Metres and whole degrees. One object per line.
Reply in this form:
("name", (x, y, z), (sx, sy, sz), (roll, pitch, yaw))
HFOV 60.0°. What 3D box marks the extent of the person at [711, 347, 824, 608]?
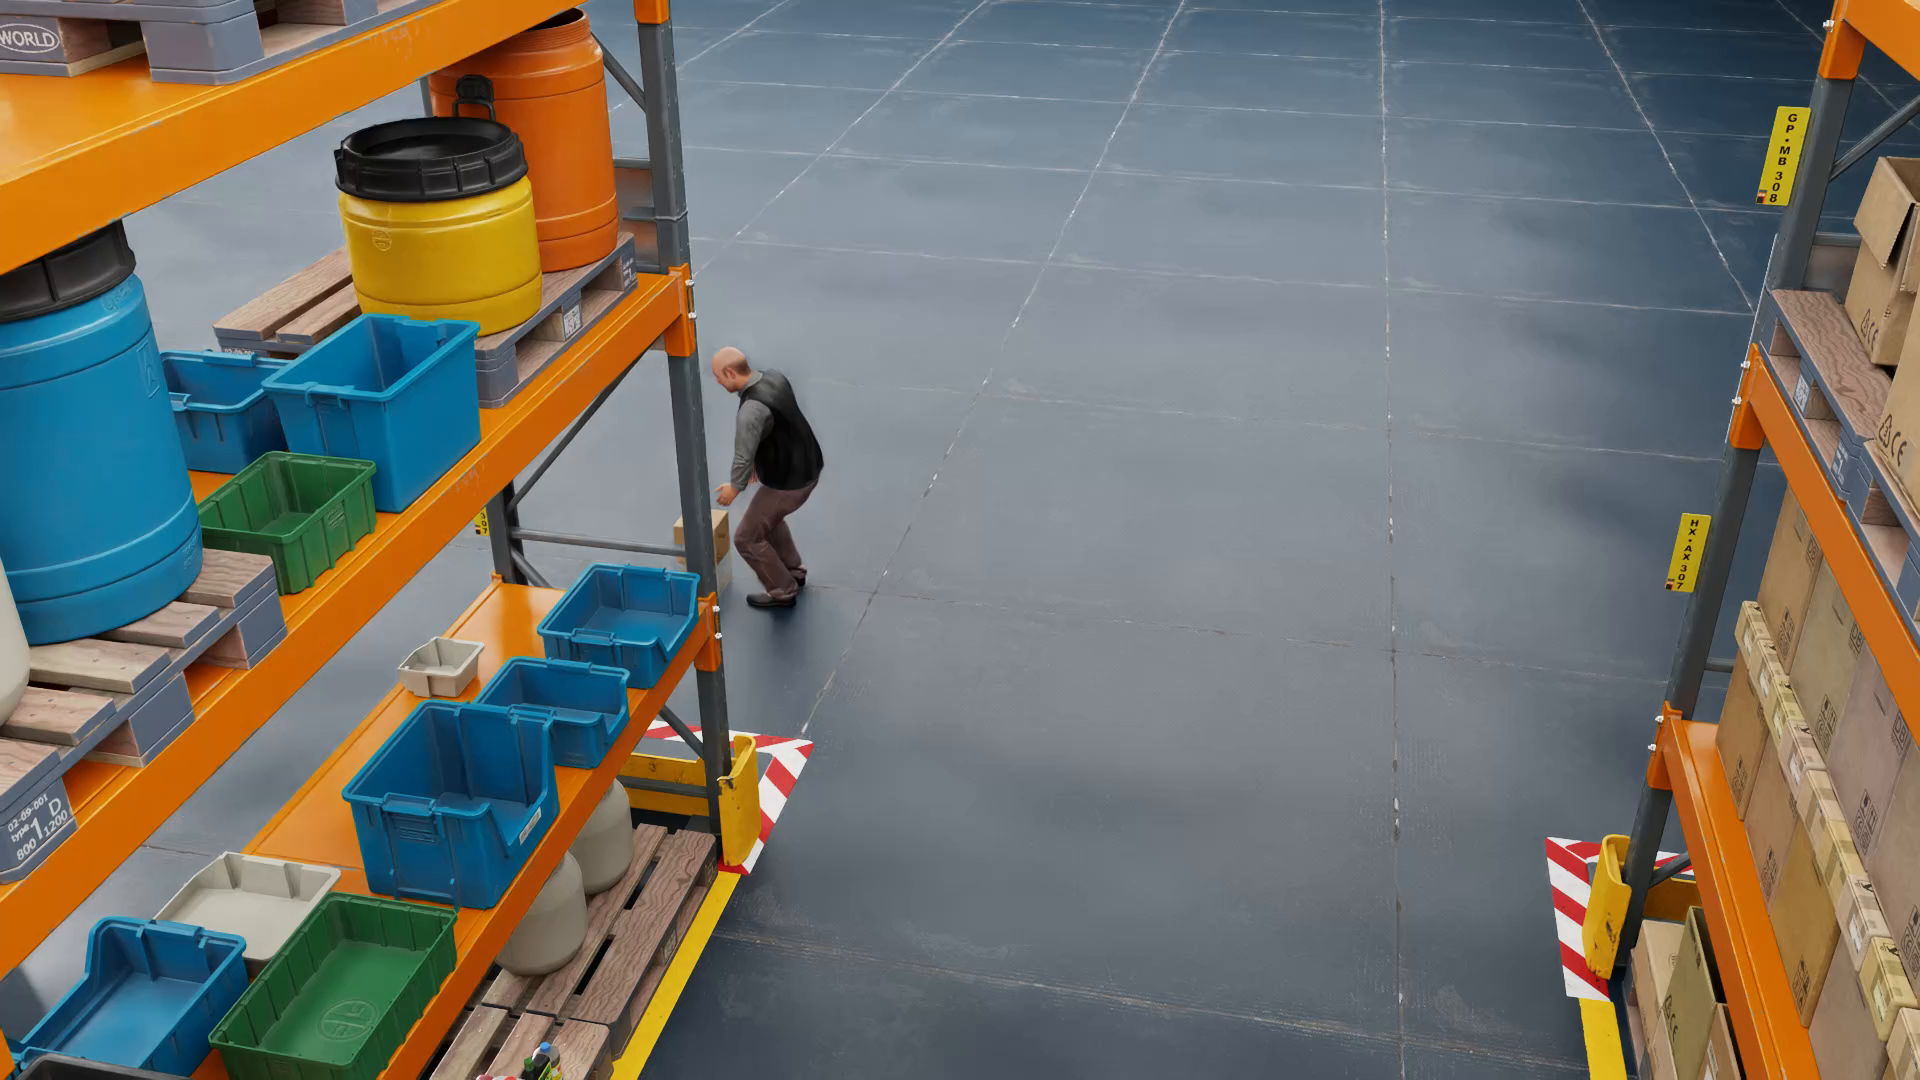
("person", (-1.086, -0.353, 9.474), (0.579, 1.560, 0.583), (6, 29, 11))
